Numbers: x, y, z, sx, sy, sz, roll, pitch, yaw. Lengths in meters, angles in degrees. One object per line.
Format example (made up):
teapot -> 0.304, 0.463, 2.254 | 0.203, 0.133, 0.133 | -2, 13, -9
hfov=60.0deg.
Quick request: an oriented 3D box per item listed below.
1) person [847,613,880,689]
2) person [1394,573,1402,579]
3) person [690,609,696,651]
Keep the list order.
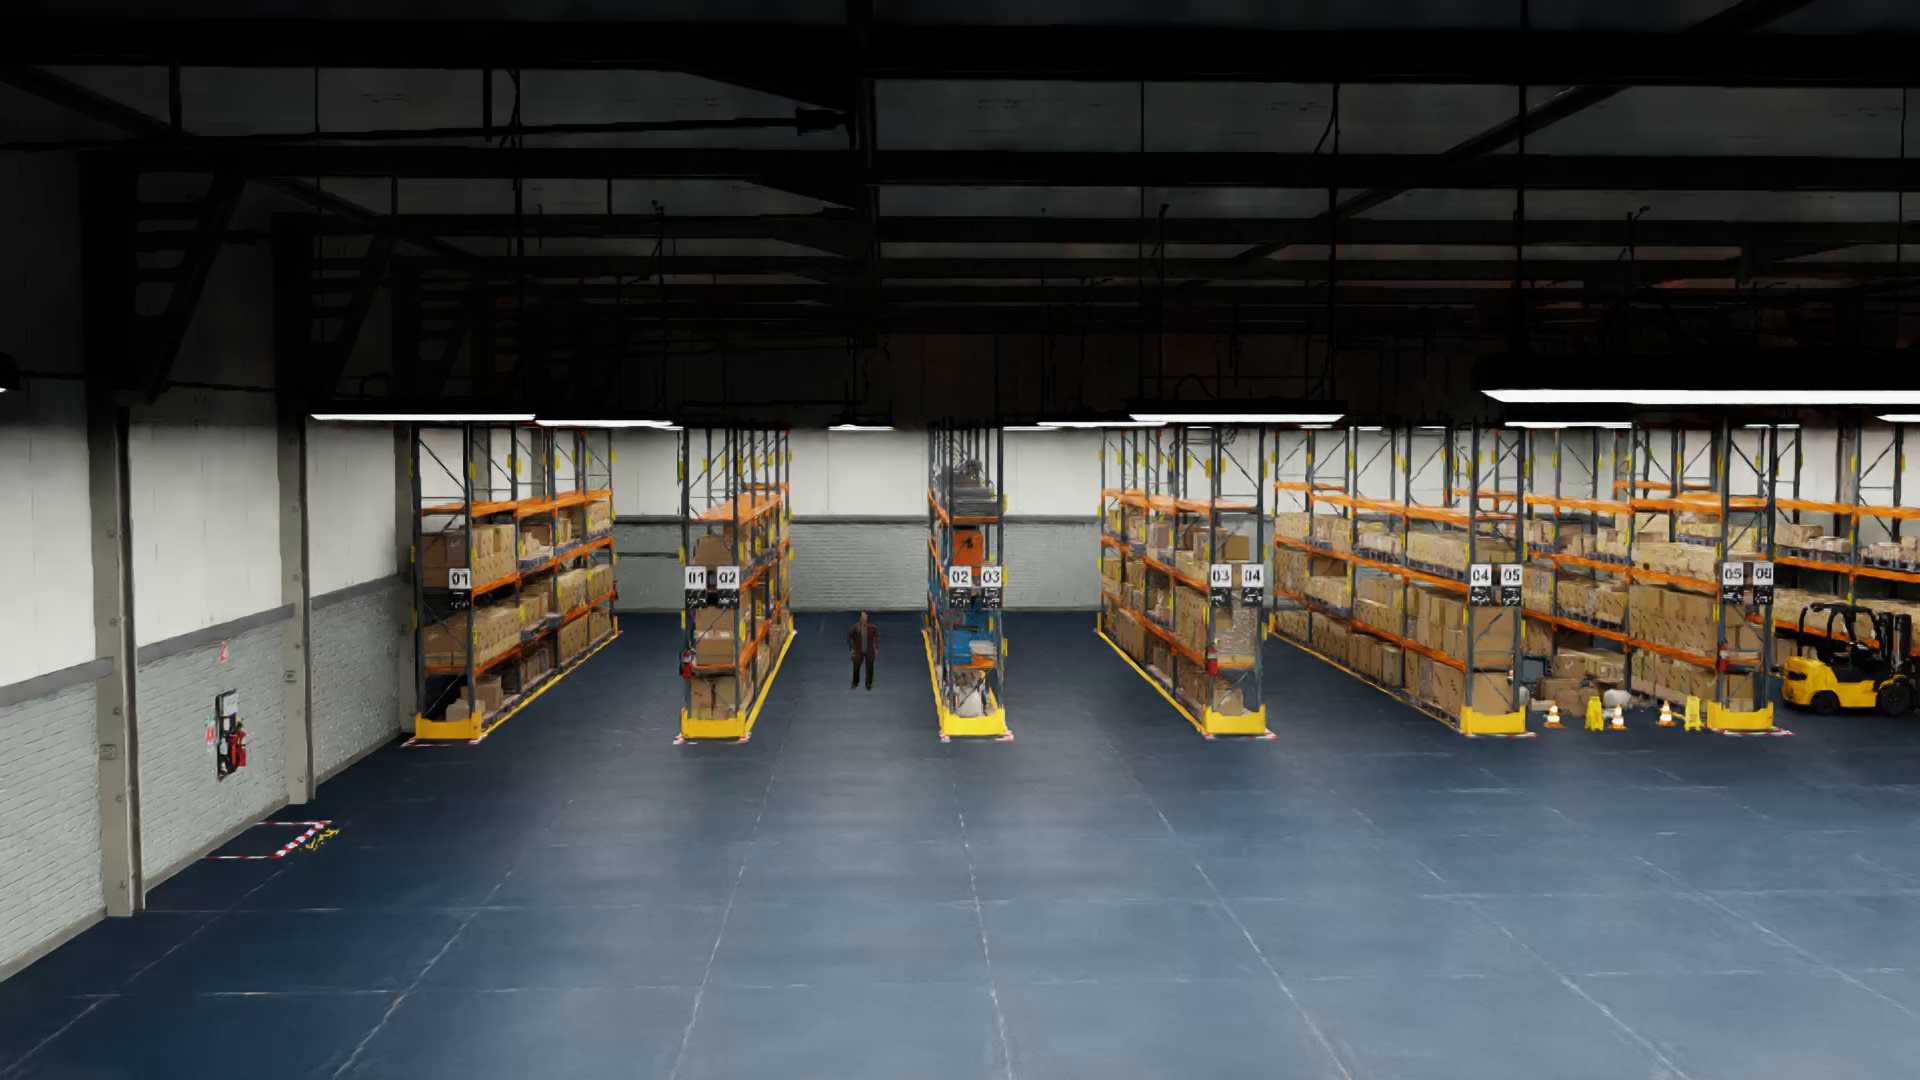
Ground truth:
person -> -2.139, 2.457, 36.868 | 0.729, 1.733, 0.546 | 0, 4, -5
person -> 13.655, 1.549, 52.149 | 0.407, 1.518, 0.962 | 0, 4, 7
person -> -6.843, 2.104, 43.472 | 0.415, 1.495, 1.042 | 0, 4, -5
